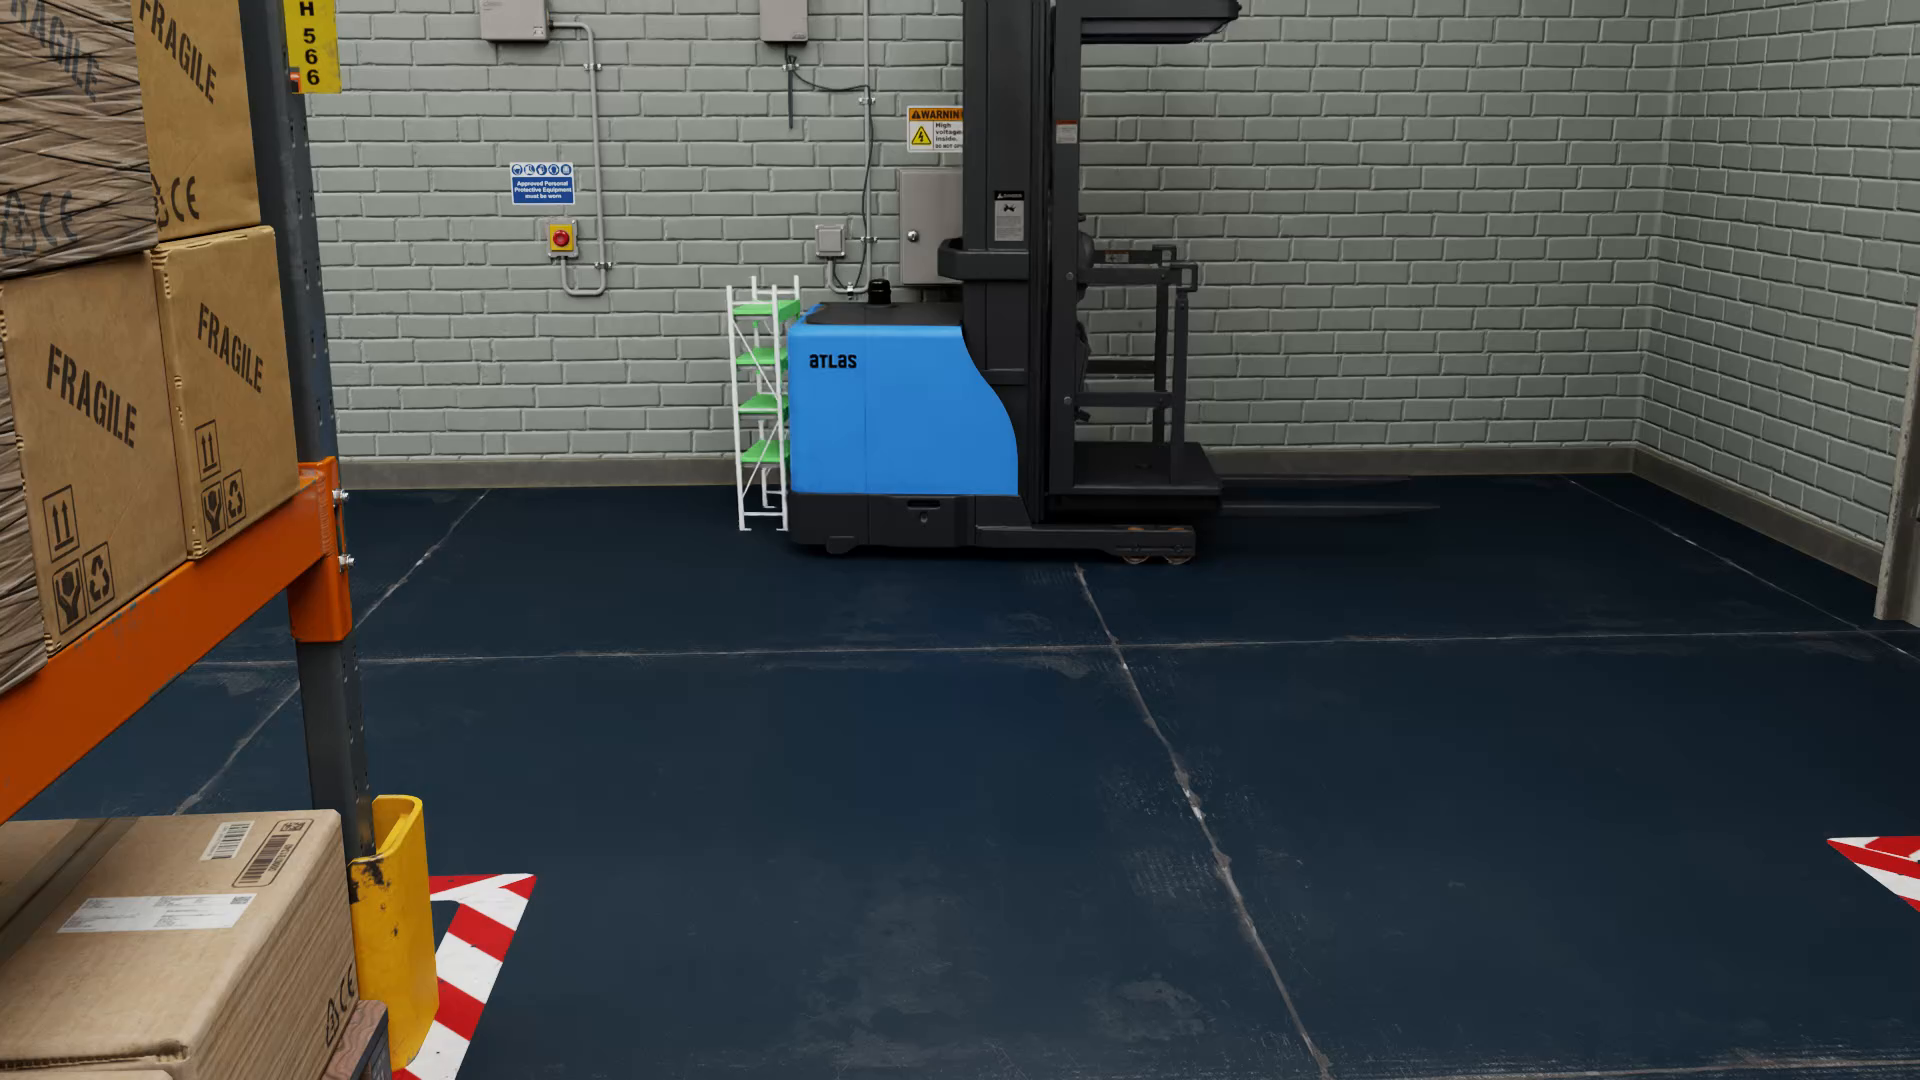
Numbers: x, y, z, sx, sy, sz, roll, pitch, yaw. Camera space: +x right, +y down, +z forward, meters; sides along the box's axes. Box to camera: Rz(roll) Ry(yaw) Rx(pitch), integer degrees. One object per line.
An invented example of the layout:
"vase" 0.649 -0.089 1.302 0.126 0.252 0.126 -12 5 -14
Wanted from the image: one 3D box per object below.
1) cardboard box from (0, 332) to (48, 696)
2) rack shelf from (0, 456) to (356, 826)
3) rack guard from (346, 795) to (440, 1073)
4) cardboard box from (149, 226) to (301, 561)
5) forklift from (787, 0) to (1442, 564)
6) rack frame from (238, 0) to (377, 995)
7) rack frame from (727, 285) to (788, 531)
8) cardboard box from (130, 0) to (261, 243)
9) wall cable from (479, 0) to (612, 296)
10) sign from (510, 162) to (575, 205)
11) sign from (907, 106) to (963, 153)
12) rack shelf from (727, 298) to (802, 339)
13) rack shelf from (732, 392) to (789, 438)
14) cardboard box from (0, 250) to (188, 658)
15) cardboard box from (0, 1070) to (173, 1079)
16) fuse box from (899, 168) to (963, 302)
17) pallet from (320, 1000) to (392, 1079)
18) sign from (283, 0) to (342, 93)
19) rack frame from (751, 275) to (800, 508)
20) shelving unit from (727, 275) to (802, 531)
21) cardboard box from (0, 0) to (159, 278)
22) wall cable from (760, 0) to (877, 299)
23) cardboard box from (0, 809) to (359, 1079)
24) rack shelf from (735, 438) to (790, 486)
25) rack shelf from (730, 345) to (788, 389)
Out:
"cardboard box" -1.427 -0.013 1.856 0.500 0.500 0.500 0 14 -2
"rack shelf" -1.654 0.513 1.458 1.077 0.370 4.000 -1 14 -3
"rack guard" -1.780 0.871 3.637 1.175 0.500 0.348 -1 14 -3
"cardboard box" -1.484 -0.266 2.839 0.500 0.500 0.500 -1 14 -3
"forklift" 0.733 -1.446 7.764 3.031 2.935 1.130 0 14 2
"rack frame" -1.778 -0.333 3.302 1.000 3.000 0.127 -1 14 -3
"rack frame" -0.978 -0.628 8.050 0.240 1.200 0.015 1 14 7
"cardboard box" -1.511 -0.750 2.713 0.500 0.500 0.500 0 14 -2
"wall cable" -2.151 -2.242 8.620 0.585 1.953 0.123 -1 14 -3
"sign" -2.203 -1.881 8.773 0.327 0.218 0.001 -1 14 -3
"sign" -0.113 -2.182 8.830 0.339 0.242 0.001 -1 14 -3
"rack shelf" -0.957 -1.092 8.182 0.258 0.148 0.480 1 14 7
"rack shelf" -0.947 -0.627 8.300 0.258 0.148 0.480 1 14 7
"cardboard box" -1.468 -0.141 2.353 0.500 0.500 0.500 -1 14 -5
"cardboard box" -1.573 1.094 2.053 0.875 0.438 0.875 0 14 -2
"fuse box" -0.045 -1.107 8.896 0.539 1.711 0.414 -1 14 -3
"pallet" -1.651 1.215 2.881 1.003 0.211 1.213 -1 14 -3
"sign" -1.236 -1.014 3.147 0.100 0.325 0.005 -1 14 -3
"rack frame" -0.919 -0.749 8.519 0.240 1.200 0.015 1 14 7
"shelving unit" -0.949 -0.689 8.284 0.258 1.200 0.503 1 14 7
"cardboard box" -1.449 -0.620 2.210 0.500 0.500 0.500 -1 14 -3
"wall cable" -0.736 -2.252 8.721 0.588 1.984 0.122 -1 14 -3
"cardboard box" -1.638 0.867 2.937 0.875 0.438 0.875 -1 14 -5
"rack shelf" -0.942 -0.394 8.359 0.258 0.148 0.480 1 14 7
"rack shelf" -0.952 -0.859 8.241 0.258 0.148 0.480 1 14 7
